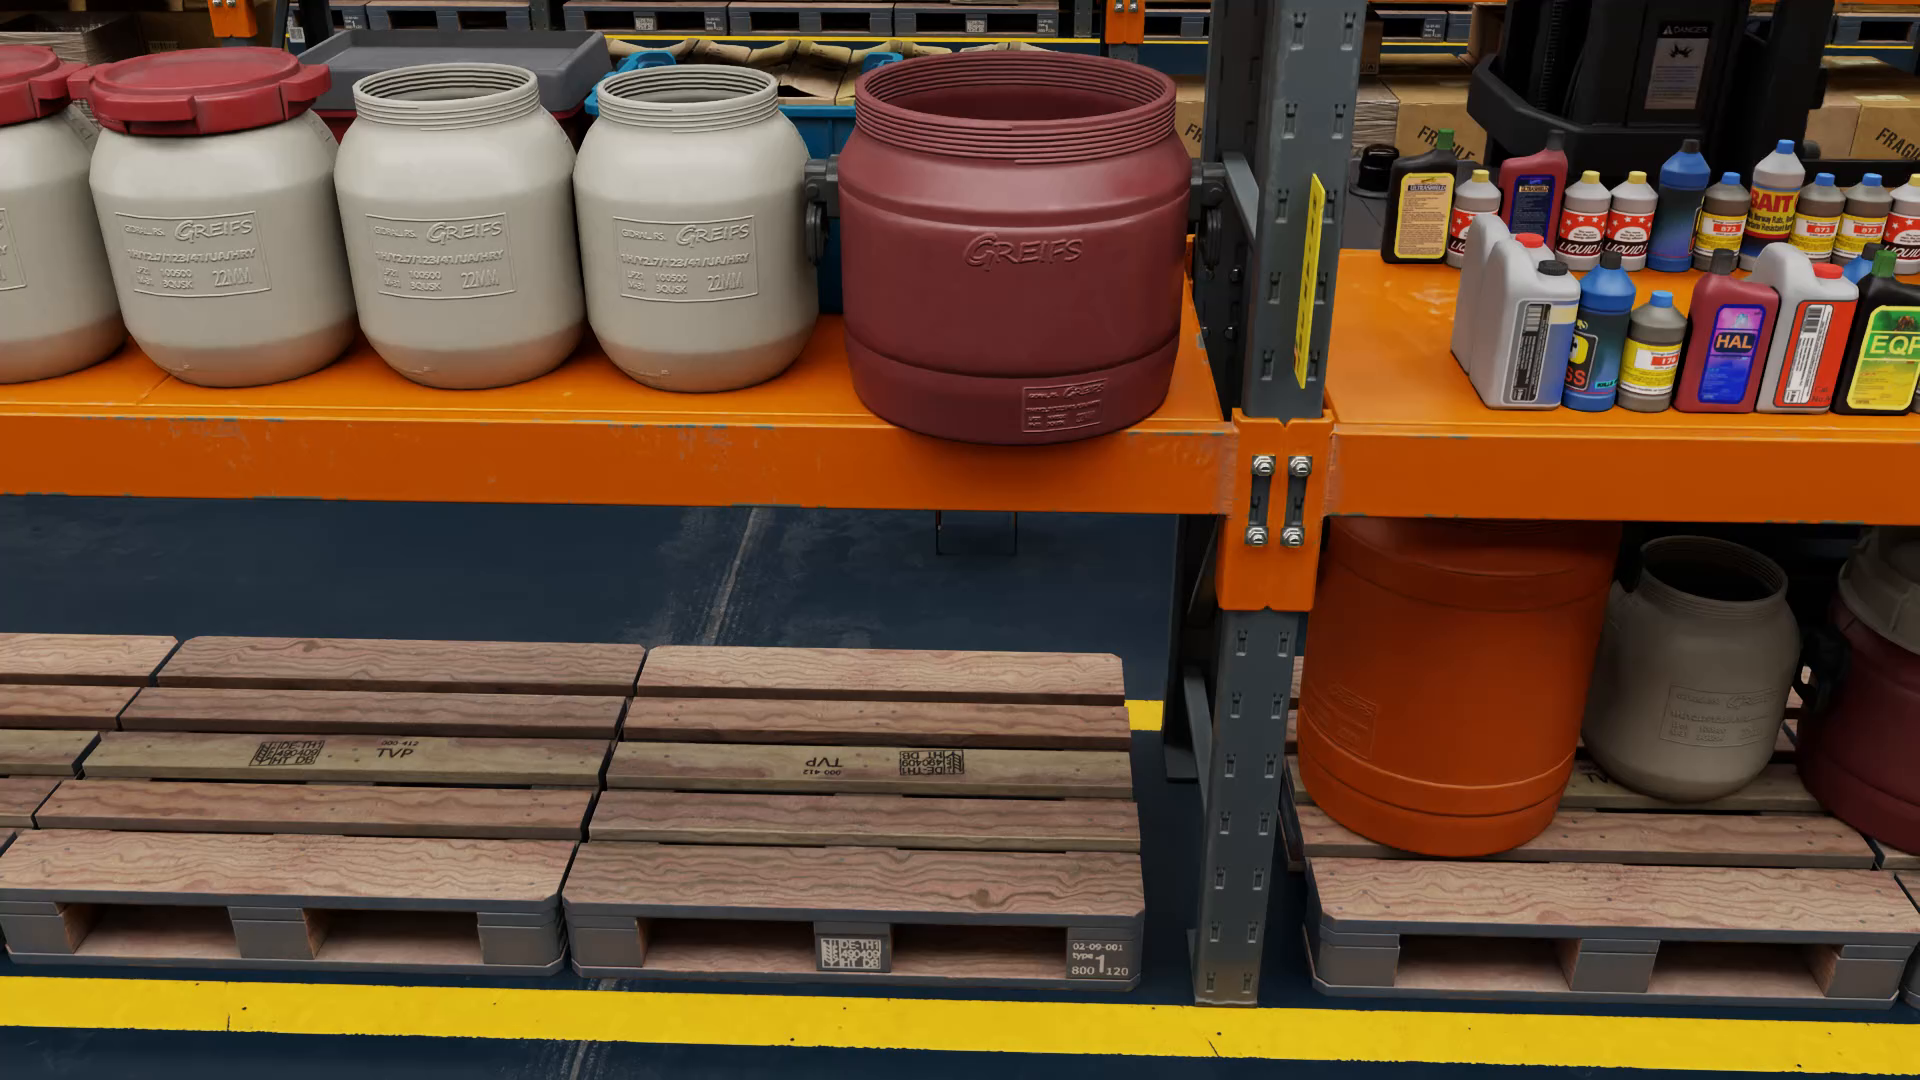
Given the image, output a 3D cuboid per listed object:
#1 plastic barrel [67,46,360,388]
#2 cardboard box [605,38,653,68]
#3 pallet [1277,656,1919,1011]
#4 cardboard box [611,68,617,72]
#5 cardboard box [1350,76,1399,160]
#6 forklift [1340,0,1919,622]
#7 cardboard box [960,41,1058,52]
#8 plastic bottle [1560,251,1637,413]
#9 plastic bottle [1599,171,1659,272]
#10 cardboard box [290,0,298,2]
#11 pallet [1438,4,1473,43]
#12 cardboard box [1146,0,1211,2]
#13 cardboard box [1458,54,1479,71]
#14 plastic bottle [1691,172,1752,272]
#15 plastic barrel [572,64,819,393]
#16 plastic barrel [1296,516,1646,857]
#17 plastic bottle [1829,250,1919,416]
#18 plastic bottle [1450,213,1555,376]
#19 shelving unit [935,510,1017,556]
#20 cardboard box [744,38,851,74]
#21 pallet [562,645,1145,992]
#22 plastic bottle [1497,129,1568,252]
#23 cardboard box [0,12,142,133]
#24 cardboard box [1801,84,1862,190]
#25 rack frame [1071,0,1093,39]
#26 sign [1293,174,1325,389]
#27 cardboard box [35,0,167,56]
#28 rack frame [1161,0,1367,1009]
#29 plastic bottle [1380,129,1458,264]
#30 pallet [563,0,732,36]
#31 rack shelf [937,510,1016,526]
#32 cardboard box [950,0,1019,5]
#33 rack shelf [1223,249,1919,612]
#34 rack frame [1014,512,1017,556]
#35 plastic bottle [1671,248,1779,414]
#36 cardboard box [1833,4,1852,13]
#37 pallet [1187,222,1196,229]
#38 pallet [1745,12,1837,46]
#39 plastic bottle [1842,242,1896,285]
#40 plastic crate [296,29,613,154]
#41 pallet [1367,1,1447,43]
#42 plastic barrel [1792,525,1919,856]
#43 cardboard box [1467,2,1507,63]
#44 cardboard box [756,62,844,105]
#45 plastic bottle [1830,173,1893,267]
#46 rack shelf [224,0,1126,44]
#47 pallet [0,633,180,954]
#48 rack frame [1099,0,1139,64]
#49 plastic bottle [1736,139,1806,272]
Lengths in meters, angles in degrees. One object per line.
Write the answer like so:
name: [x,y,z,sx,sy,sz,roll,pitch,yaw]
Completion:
plastic barrel: [-1.317,-0.583,3.001,0.433,0.535,0.433,0,28,0]
cardboard box: [-1.819,-2.310,8.293,0.500,0.311,0.500,1,28,2]
pallet: [1.356,0.631,3.833,1.213,0.211,1.003,1,28,2]
cardboard box: [-1.831,-2.055,7.813,0.500,0.311,0.500,0,28,0]
cardboard box: [1.713,-1.855,7.746,0.500,0.500,0.500,0,28,0]
forklift: [2.314,-1.308,4.588,3.031,2.935,1.130,1,28,1]
cardboard box: [0.232,-2.277,8.232,0.500,0.311,0.500,2,28,4]
plastic bottle: [1.102,-0.364,2.872,0.097,0.271,0.097,0,28,0]
plastic bottle: [1.428,-0.683,3.549,0.097,0.201,0.097,0,28,0]
cardboard box: [-5.090,-4.355,12.462,0.500,0.500,0.700,-1,28,-1]
pallet: [4.140,-3.911,12.402,1.213,0.211,1.003,1,28,2]
cardboard box: [1.646,-4.393,12.182,0.750,0.750,0.750,1,28,1]
cardboard box: [2.730,-2.082,8.175,0.500,0.500,0.500,0,28,0]
plastic bottle: [1.623,-0.680,3.543,0.097,0.201,0.097,0,28,0]
plastic barrel: [-0.469,-0.561,2.985,0.421,0.512,0.421,0,28,0]
plastic barrel: [1.056,0.179,3.578,0.708,0.830,0.600,1,28,2]
plastic bottle: [1.582,-0.353,2.838,0.133,0.283,0.061,1,28,2]
plastic bottle: [0.993,-0.452,3.033,0.135,0.276,0.152,1,28,2]
shelving unit: [0.053,-0.463,5.002,0.252,1.050,0.215,1,28,2]
cardboard box: [-0.803,-2.291,8.258,0.500,0.311,0.500,0,28,0]
pallet: [-0.207,0.607,3.880,1.213,0.211,1.003,1,28,2]
plastic bottle: [1.216,-0.732,3.552,0.133,0.283,0.061,1,28,2]
cardboard box: [-4.223,-2.200,7.884,0.500,0.500,0.500,1,28,2]
cardboard box: [3.745,-1.823,7.685,0.500,0.500,0.500,1,28,2]
rack frame: [0.916,-5.231,11.916,0.127,3.000,1.000,1,28,2]
sign: [0.554,-0.409,2.644,0.005,0.325,0.100,1,28,2]
cardboard box: [-4.205,-2.439,8.336,0.500,0.500,0.500,1,28,2]
rack frame: [0.566,-0.594,3.168,0.127,3.000,1.000,1,28,2]
plastic bottle: [0.986,-0.736,3.559,0.133,0.283,0.061,1,28,2]
pallet: [-2.304,-4.053,12.671,1.213,0.211,1.003,1,28,2]
rack shelf: [0.053,-0.208,5.138,0.240,0.259,0.215,1,28,2]
cardboard box: [0.194,-4.309,12.375,0.500,0.500,0.700,1,28,3]
rack shelf: [2.565,-0.243,3.274,4.000,0.370,1.077,1,28,2]
rack frame: [0.175,-0.461,4.999,0.008,1.050,0.200,1,28,2]
plastic bottle: [1.314,-0.357,2.846,0.133,0.283,0.061,1,28,2]
cardboard box: [6.159,-4.176,12.146,0.500,0.500,0.700,1,28,1]
pallet: [1.490,-1.650,8.138,1.213,0.211,1.003,1,28,2]
pallet: [5.671,-3.884,12.351,1.213,0.211,1.003,1,28,2]
plastic bottle: [1.567,-0.385,2.911,0.097,0.271,0.097,0,28,0]
plastic crate: [-1.038,-0.792,3.474,0.583,0.464,0.402,1,28,2]
pallet: [2.917,-3.930,12.437,1.213,0.211,1.003,1,28,2]
plastic barrel: [2.184,0.305,3.599,0.708,0.588,0.600,1,28,2]
cardboard box: [2.767,-2.414,8.000,0.500,0.250,0.500,0,28,1]
cardboard box: [-0.811,-2.040,7.784,0.500,0.311,0.500,1,28,1]
plastic bottle: [1.915,-0.675,3.534,0.097,0.201,0.097,0,28,0]
rack shelf: [-1.254,-2.628,7.773,4.000,0.370,1.077,1,28,2]
pallet: [-2.645,0.567,3.956,1.213,0.211,1.003,1,28,2]
rack frame: [0.745,-2.913,7.542,0.127,3.000,1.000,1,28,2]
plastic bottle: [1.720,-0.710,3.523,0.097,0.271,0.097,0,28,0]
